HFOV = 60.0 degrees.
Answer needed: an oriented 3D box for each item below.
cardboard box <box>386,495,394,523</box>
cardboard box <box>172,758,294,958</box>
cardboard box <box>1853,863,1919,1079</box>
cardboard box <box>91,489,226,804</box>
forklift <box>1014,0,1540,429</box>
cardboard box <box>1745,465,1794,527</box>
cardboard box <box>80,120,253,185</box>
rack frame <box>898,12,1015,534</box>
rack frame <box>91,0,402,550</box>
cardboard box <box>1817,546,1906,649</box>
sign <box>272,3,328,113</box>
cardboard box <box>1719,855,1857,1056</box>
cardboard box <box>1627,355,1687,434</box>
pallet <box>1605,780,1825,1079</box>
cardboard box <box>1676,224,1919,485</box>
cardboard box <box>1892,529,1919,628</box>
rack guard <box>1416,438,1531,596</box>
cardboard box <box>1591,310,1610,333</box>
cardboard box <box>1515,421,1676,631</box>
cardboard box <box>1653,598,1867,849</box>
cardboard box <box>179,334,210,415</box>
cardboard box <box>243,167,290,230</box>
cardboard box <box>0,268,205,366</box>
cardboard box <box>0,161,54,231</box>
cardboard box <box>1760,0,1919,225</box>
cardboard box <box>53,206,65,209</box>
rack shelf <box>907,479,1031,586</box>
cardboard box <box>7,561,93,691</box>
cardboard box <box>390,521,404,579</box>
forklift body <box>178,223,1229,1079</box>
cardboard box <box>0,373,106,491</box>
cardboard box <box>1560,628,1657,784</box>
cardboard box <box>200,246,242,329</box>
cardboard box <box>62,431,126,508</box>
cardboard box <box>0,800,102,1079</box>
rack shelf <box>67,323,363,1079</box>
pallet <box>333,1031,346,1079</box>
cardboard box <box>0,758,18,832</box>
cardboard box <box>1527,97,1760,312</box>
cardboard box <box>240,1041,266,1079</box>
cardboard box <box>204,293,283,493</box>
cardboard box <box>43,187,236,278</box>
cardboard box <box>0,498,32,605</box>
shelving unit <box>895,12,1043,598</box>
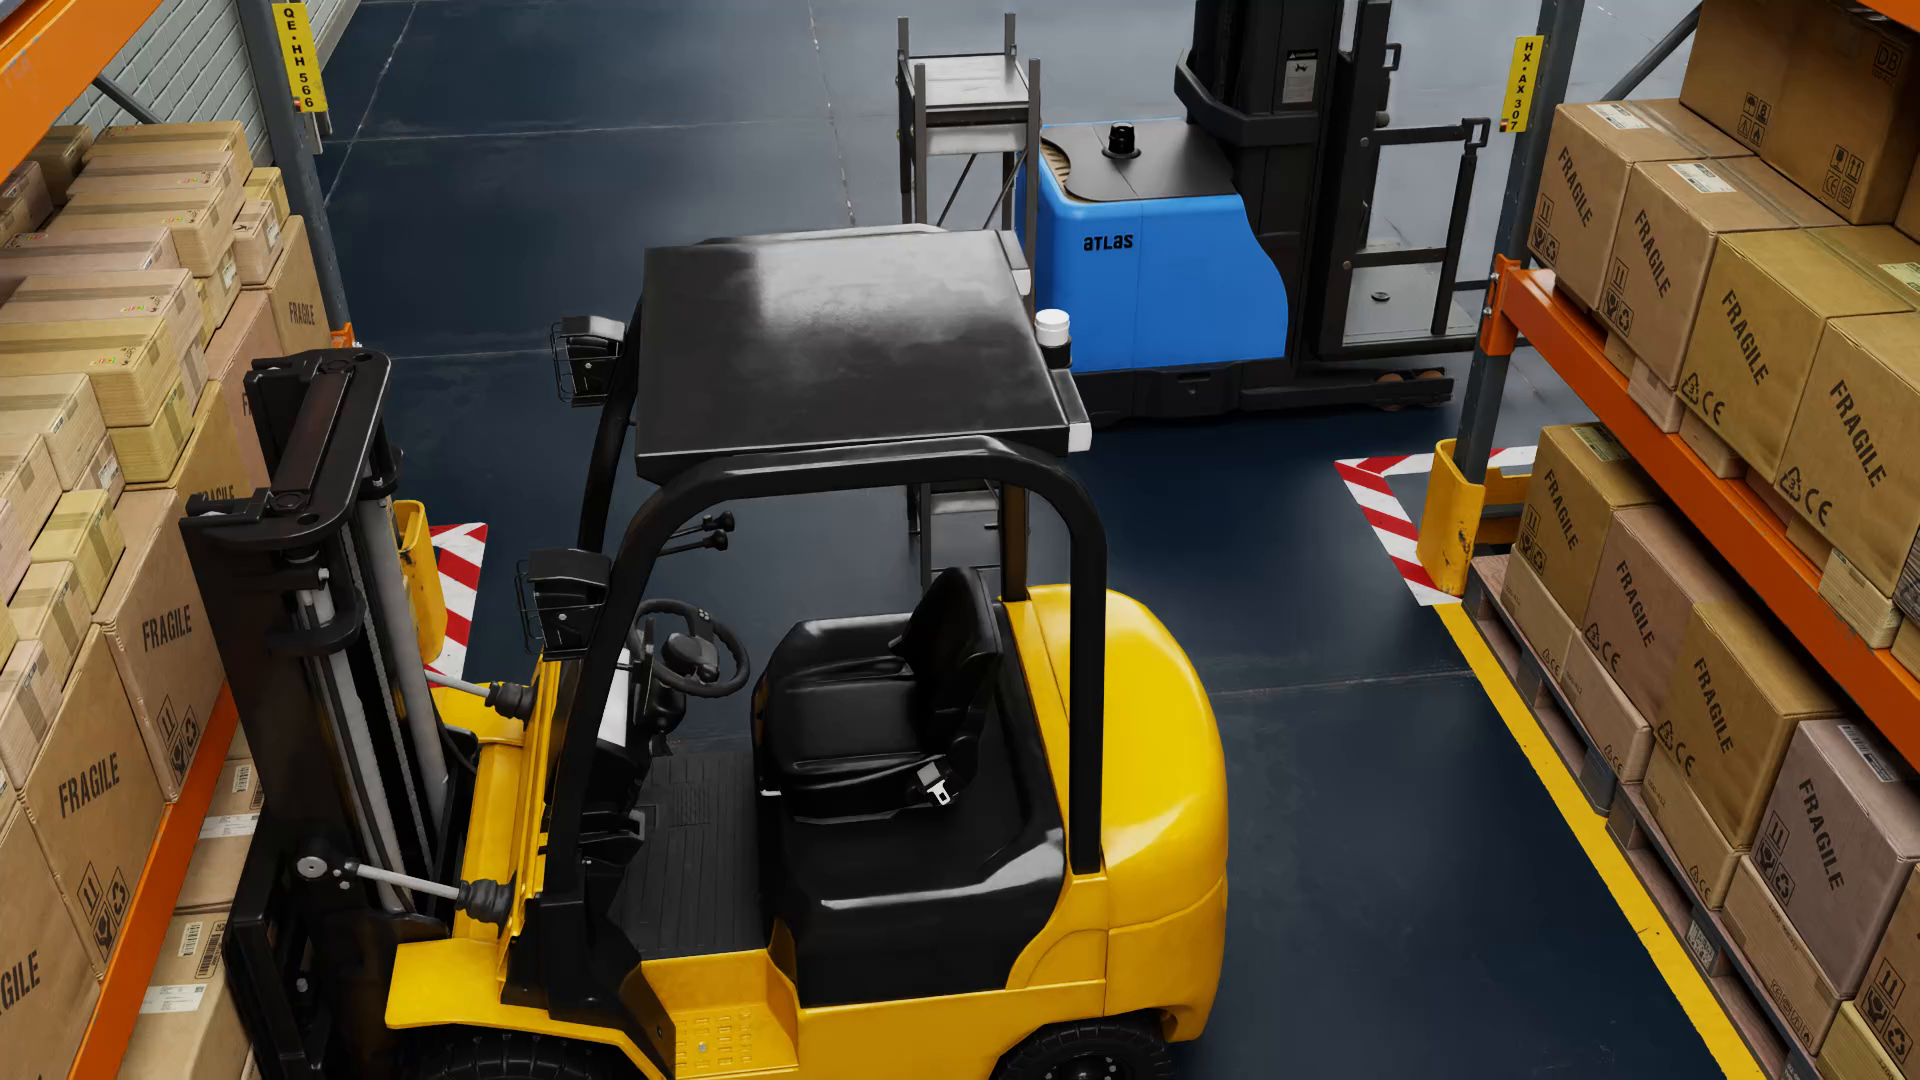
[{"bbox_3d":[-2.135,-0.041,5.327,0.500,0.250,0.500,-3,34,-5],"label":"cardboard box"},{"bbox_3d":[-1.922,0.808,4.082,0.500,0.250,0.500,-5,35,-7],"label":"cardboard box"},{"bbox_3d":[2.534,1.090,3.890,0.500,0.500,0.500,-4,34,-6],"label":"cardboard box"},{"bbox_3d":[-1.972,0.246,3.637,0.500,0.500,0.500,-4,34,-6],"label":"cardboard box"},{"bbox_3d":[1.807,-2.091,7.216,3.031,2.935,1.130,-5,35,-8],"label":"forklift"},{"bbox_3d":[2.407,-0.169,4.557,0.380,0.149,0.250,-3,34,-5],"label":"cardboard box"},{"bbox_3d":[-2.249,-1.072,4.731,0.380,0.149,0.250,-4,35,-6],"label":"cardboard box"},{"bbox_3d":[-0.011,-0.911,6.223,0.400,2.100,0.015,-4,35,-6],"label":"rack frame"},{"bbox_3d":[-2.506,-0.824,5.295,1.000,3.000,0.127,-4,35,-6],"label":"rack frame"},{"bbox_3d":[2.389,0.125,4.126,0.380,0.149,0.250,-4,34,-6],"label":"cardboard box"},{"bbox_3d":[-1.967,-1.433,4.951,0.100,0.325,0.005,-4,35,-6],"label":"sign"},{"bbox_3d":[2.459,1.103,4.537,0.500,0.250,0.500,-4,34,-6],"label":"cardboard box"},{"bbox_3d":[2.244,-0.454,4.975,0.380,0.149,0.250,-4,34,-6],"label":"cardboard box"},{"bbox_3d":[2.657,1.128,4.907,1.003,0.211,1.213,-4,35,-6],"label":"pallet"},{"bbox_3d":[2.343,-0.508,4.478,0.500,0.500,0.500,-5,35,-7],"label":"cardboard box"},{"bbox_3d":[2.493,0.061,3.644,0.500,0.500,0.500,-3,34,-5],"label":"cardboard box"},{"bbox_3d":[2.422,-0.126,6.492,1.175,0.500,0.348,-4,35,-6],"label":"rack guard"},{"bbox_3d":[2.301,-0.753,5.414,0.380,0.149,0.250,-4,34,-6],"label":"cardboard box"},{"bbox_3d":[2.250,-0.065,5.584,0.500,0.500,0.500,-5,35,-8],"label":"cardboard box"},{"bbox_3d":[2.384,0.507,4.745,0.500,0.500,0.500,-4,34,-5],"label":"cardboard box"},{"bbox_3d":[-2.039,-0.386,3.989,0.380,0.149,0.250,-5,35,-8],"label":"cardboard box"},{"bbox_3d":[-2.182,-0.961,4.832,0.380,0.149,0.250,-4,34,-6],"label":"cardboard box"},{"bbox_3d":[-2.019,-0.511,3.908,0.380,0.149,0.250,-4,34,-5],"label":"cardboard box"},{"bbox_3d":[-2.699,-0.899,4.477,0.380,0.149,0.250,-3,34,-5],"label":"cardboard box"},{"bbox_3d":[2.757,-1.228,4.647,0.700,0.500,0.500,-4,34,-6],"label":"cardboard box"},{"bbox_3d":[-2.718,-0.924,4.778,0.380,0.149,0.250,-5,35,-8],"label":"cardboard box"},{"bbox_3d":[0.022,-0.186,6.425,0.431,0.518,0.480,-4,35,-6],"label":"rack shelf"},{"bbox_3d":[-1.894,0.185,3.150,0.380,0.149,0.250,-5,35,-8],"label":"cardboard box"},{"bbox_3d":[-2.131,0.180,5.447,0.500,0.250,0.500,-5,35,-7],"label":"cardboard box"},{"bbox_3d":[-0.444,0.447,4.184,2.313,2.155,1.214,-4,35,-6],"label":"forklift body"},{"bbox_3d":[-2.037,-0.217,3.475,0.380,0.149,0.250,-4,34,-6],"label":"cardboard box"},{"bbox_3d":[2.307,0.517,5.396,0.500,0.250,0.500,-3,34,-5],"label":"cardboard box"},{"bbox_3d":[-2.144,-0.671,4.406,0.380,0.149,0.250,-4,34,-5],"label":"cardboard box"},{"bbox_3d":[-2.041,-0.101,3.569,0.380,0.149,0.250,-5,35,-7],"label":"cardboard box"},{"bbox_3d":[-1.856,0.810,2.809,0.500,0.500,0.500,-4,34,-6],"label":"cardboard box"},{"bbox_3d":[-2.237,0.590,3.860,1.077,0.370,4.000,-4,35,-6],"label":"rack shelf"},{"bbox_3d":[-2.201,1.431,4.462,1.003,0.211,1.213,-4,35,-6],"label":"pallet"},{"bbox_3d":[-1.809,0.470,2.732,0.380,0.149,0.250,-4,34,-5],"label":"cardboard box"},{"bbox_3d":[2.201,-1.081,5.319,0.500,0.500,0.500,-5,35,-7],"label":"cardboard box"},{"bbox_3d":[-1.853,1.309,3.791,0.500,0.250,0.500,-5,35,-7],"label":"cardboard box"},{"bbox_3d":[-2.119,-0.320,4.467,0.500,0.500,0.500,-3,34,-5],"label":"cardboard box"},{"bbox_3d":[-2.123,-0.793,4.321,0.380,0.149,0.250,-4,34,-5],"label":"cardboard box"},{"bbox_3d":[-1.969,0.063,3.065,0.380,0.149,0.250,-5,35,-7],"label":"cardboard box"},{"bbox_3d":[0.022,-0.775,6.023,0.431,2.100,0.503,-4,35,-6],"label":"shelving unit"}]
